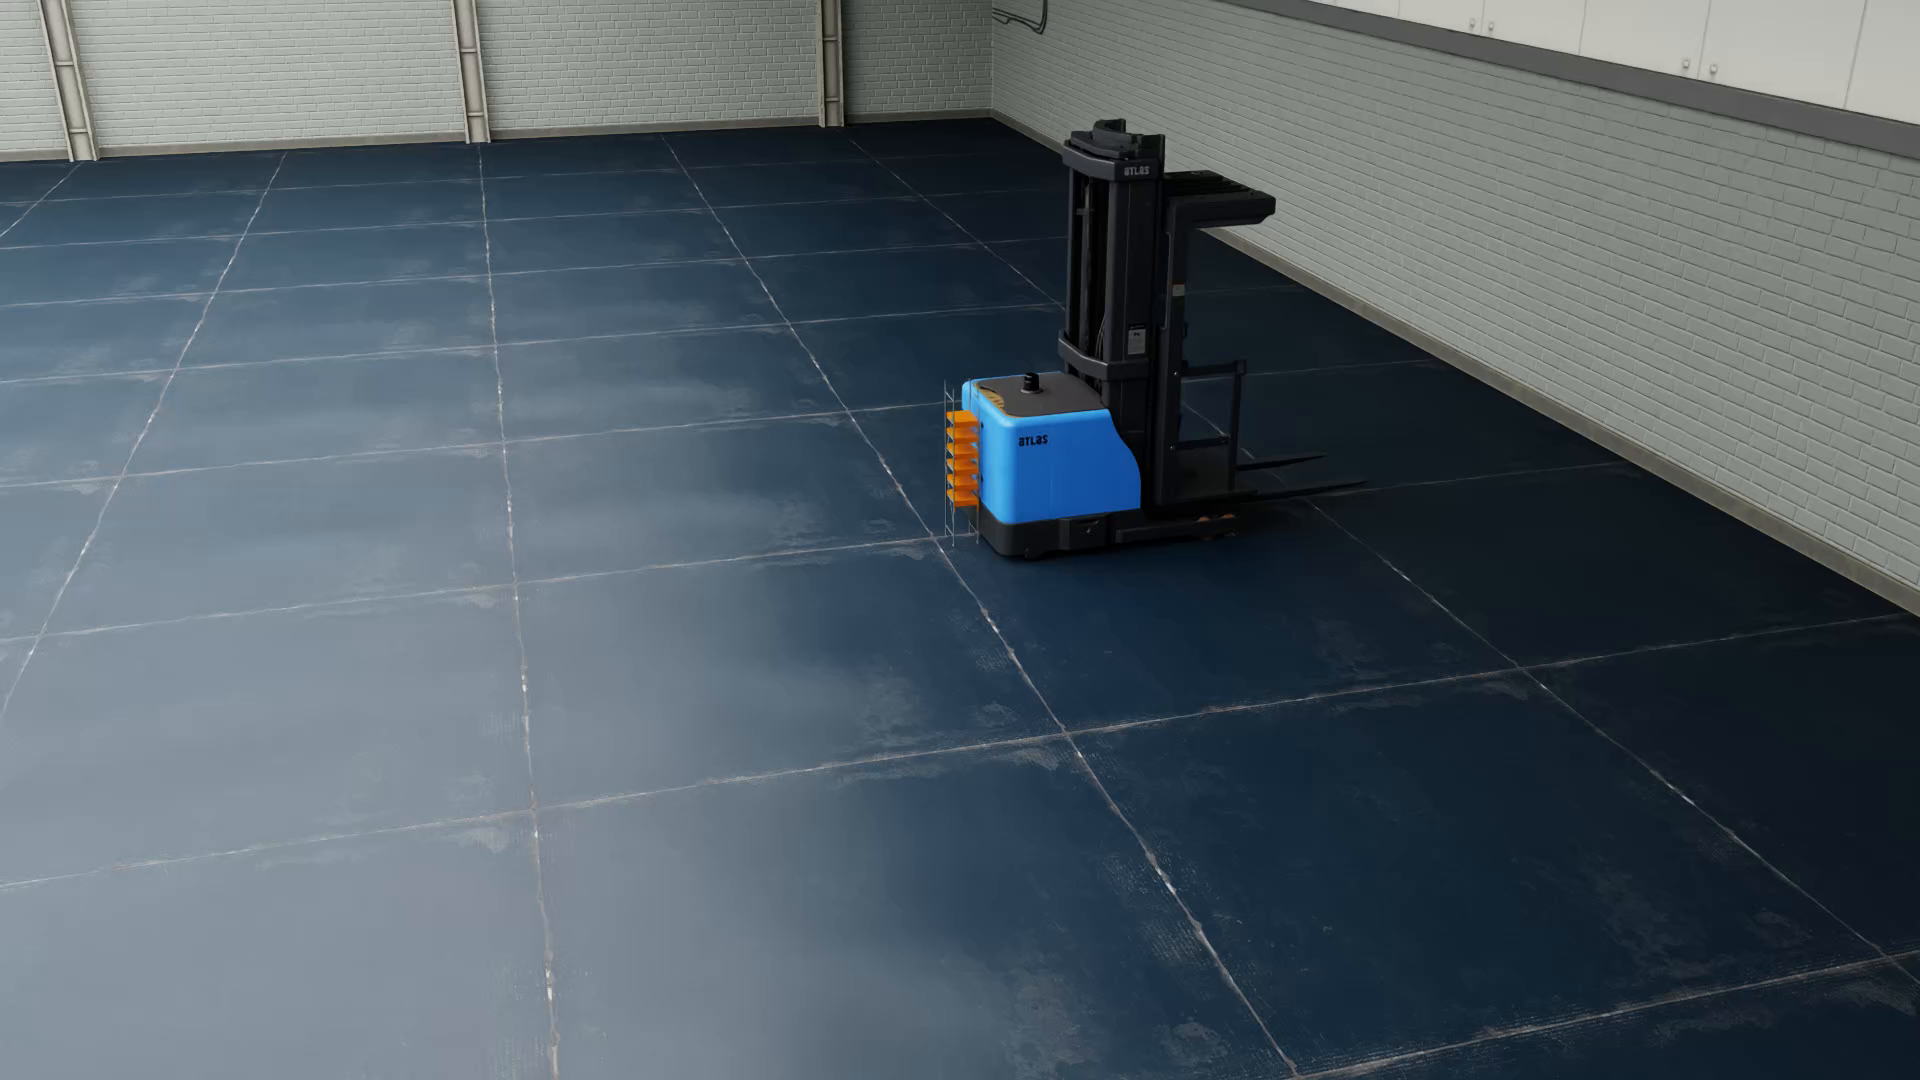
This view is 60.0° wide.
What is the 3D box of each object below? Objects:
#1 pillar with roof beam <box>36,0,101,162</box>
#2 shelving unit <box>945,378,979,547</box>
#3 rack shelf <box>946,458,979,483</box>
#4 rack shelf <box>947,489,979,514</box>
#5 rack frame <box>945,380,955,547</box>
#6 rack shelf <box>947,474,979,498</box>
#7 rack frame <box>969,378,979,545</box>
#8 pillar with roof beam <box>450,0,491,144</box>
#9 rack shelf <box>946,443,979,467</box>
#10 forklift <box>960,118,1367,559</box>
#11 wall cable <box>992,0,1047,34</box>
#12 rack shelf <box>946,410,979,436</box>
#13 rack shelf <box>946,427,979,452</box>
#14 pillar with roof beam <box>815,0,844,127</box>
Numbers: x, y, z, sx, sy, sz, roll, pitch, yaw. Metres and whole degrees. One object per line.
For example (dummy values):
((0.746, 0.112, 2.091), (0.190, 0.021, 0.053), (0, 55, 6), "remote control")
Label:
((-12.650, -8.515, 20.682), (0.400, 9.000, 9.100), (-6, 24, -14), "pillar with roof beam")
((0.014, -0.553, 12.017), (0.189, 1.200, 0.258), (-6, 24, -14), "shelving unit")
((0.014, -0.512, 12.035), (0.180, 0.103, 0.258), (-6, 24, -14), "rack shelf")
((0.014, -0.292, 12.129), (0.180, 0.103, 0.258), (-6, 24, -14), "rack shelf")
((-0.074, -0.543, 11.994), (0.006, 1.200, 0.240), (-6, 24, -14), "rack frame")
((0.014, -0.402, 12.082), (0.180, 0.103, 0.258), (-6, 24, -14), "rack shelf")
((0.102, -0.563, 12.040), (0.006, 1.200, 0.240), (-6, 24, -14), "rack frame")
((-6.873, -9.154, 22.171), (0.400, 9.000, 9.100), (-6, 24, -14), "pillar with roof beam")
((0.014, -0.622, 11.987), (0.180, 0.103, 0.258), (-6, 24, -14), "rack shelf")
((1.575, -1.537, 12.115), (3.031, 2.935, 1.130), (-7, 24, -16), "forklift")
((0.934, -9.812, 27.643), (0.112, 2.526, 3.097), (-6, 24, -14), "wall cable")
((0.014, -0.843, 11.893), (0.180, 0.103, 0.258), (-6, 24, -14), "rack shelf")
((0.014, -0.733, 11.940), (0.180, 0.103, 0.258), (-6, 24, -14), "rack shelf")
((-1.096, -9.793, 23.661), (0.400, 9.000, 9.100), (-6, 24, -14), "pillar with roof beam")
